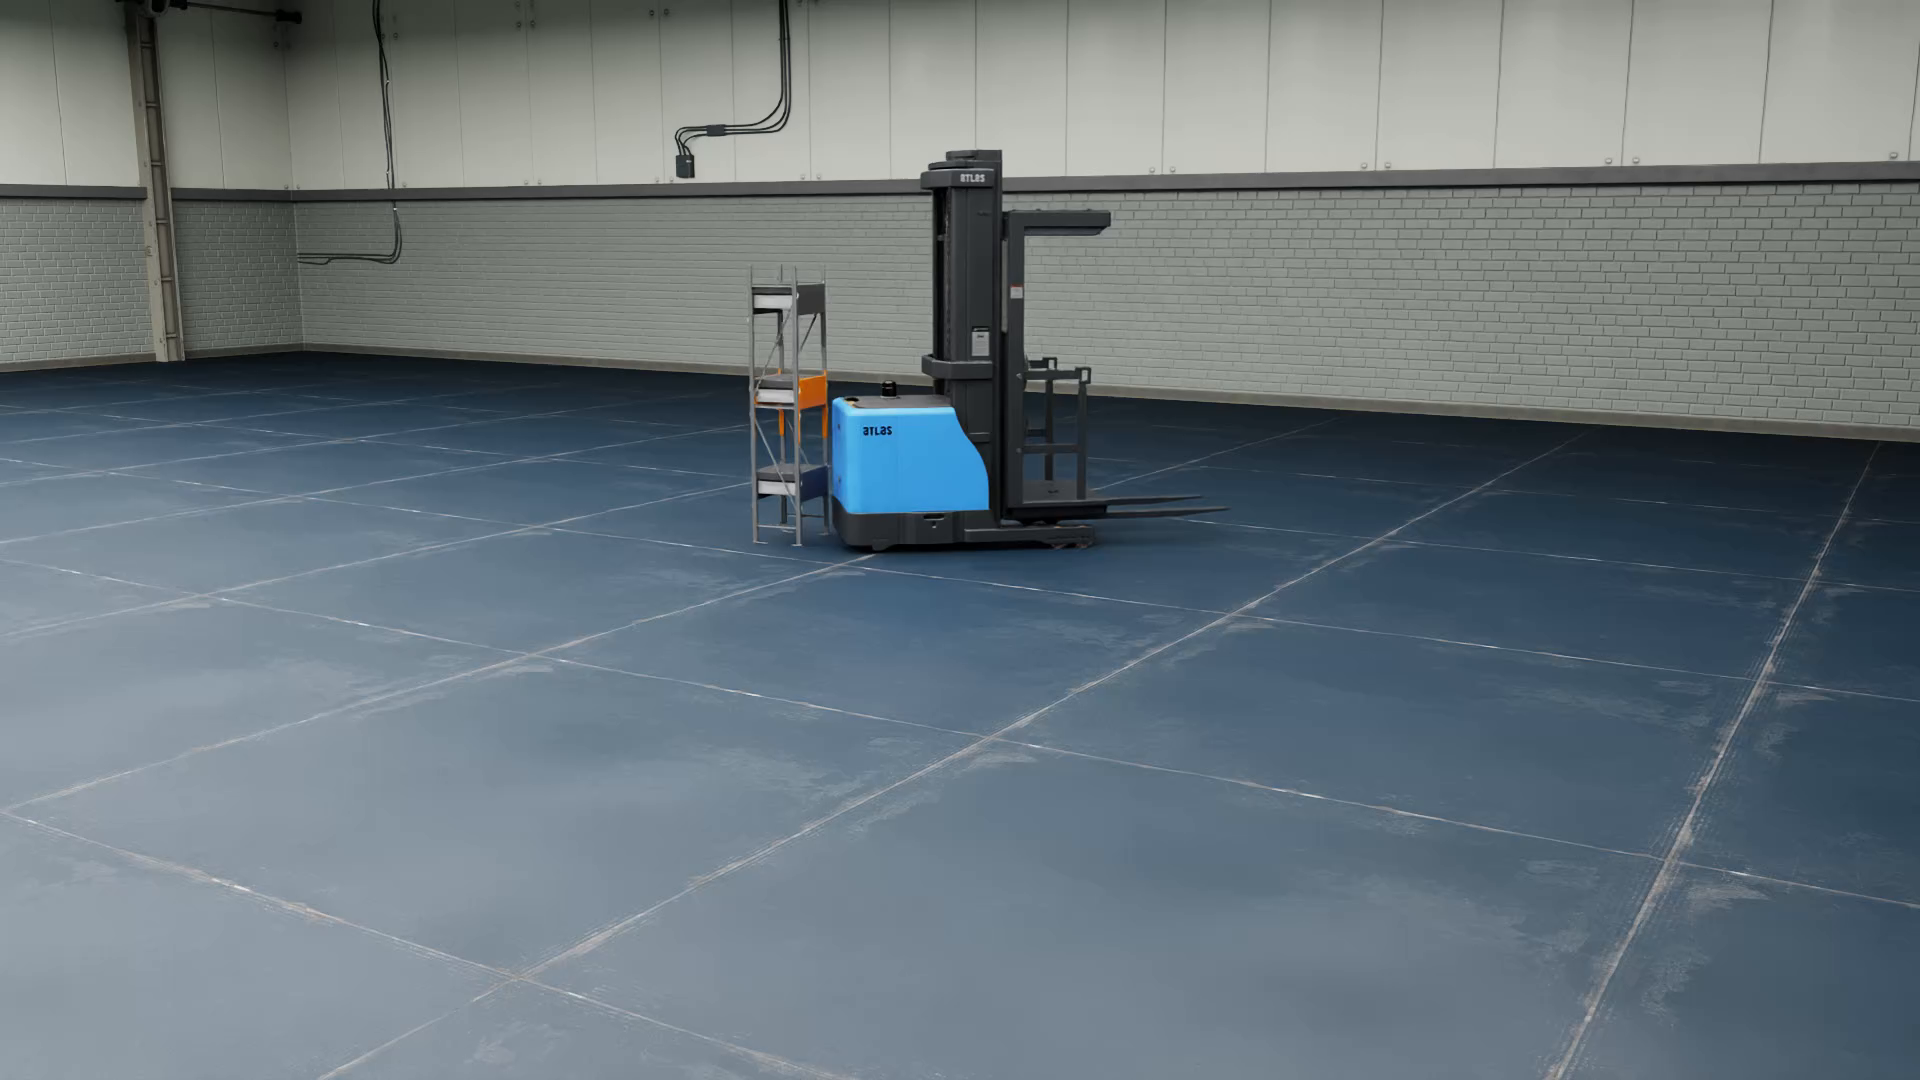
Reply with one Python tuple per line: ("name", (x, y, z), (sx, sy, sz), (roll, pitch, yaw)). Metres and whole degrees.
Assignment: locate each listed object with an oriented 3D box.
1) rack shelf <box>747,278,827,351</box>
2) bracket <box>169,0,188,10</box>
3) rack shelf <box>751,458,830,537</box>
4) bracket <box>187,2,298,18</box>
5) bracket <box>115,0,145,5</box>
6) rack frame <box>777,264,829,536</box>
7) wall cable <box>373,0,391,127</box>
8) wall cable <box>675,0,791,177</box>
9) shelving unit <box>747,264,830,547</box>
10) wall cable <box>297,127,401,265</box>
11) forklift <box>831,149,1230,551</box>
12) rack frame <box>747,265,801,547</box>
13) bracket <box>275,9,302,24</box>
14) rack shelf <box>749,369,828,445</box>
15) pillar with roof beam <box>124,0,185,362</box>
("rack shelf", (-1.304, -1.710, 12.566), (0.431, 0.518, 0.480), (4, 11, 21))
("bracket", (-13.898, -9.499, 29.370), (0.235, 0.232, 0.430), (6, 12, 31))
("rack shelf", (-1.304, -0.334, 12.824), (0.431, 0.518, 0.480), (4, 11, 21))
("bracket", (-12.974, -9.778, 30.864), (0.076, 0.066, 3.189), (6, 12, 31))
("bracket", (-14.328, -9.368, 28.672), (0.235, 0.232, 0.430), (6, 12, 31))
("rack frame", (-1.217, -1.077, 12.916), (0.400, 2.100, 0.015), (4, 11, 21))
("wall cable", (-9.445, -8.733, 29.774), (3.097, 2.526, 0.112), (6, 12, 31))
("wall cable", (-3.651, -8.797, 26.163), (2.305, 6.003, 0.169), (6, 12, 31))
("shelving unit", (-1.304, -1.035, 12.692), (0.431, 2.100, 0.503), (4, 11, 21))
("wall cable", (-11.757, -6.509, 31.619), (3.097, 2.526, 0.112), (6, 12, 31))
("forklift", (0.557, -1.472, 12.768), (3.031, 2.935, 1.130), (-2, 11, -11))
("rack frame", (-1.391, -0.993, 12.468), (0.400, 2.100, 0.015), (4, 11, 21))
("bracket", (-12.667, -9.871, 31.361), (0.235, 0.232, 0.430), (6, 12, 31))
("rack shelf", (-1.304, -1.022, 12.695), (0.431, 0.518, 0.480), (4, 11, 21))
("pillar with roof beam", (-10.737, -7.287, 27.337), (9.100, 9.000, 0.548), (6, 12, 31))
